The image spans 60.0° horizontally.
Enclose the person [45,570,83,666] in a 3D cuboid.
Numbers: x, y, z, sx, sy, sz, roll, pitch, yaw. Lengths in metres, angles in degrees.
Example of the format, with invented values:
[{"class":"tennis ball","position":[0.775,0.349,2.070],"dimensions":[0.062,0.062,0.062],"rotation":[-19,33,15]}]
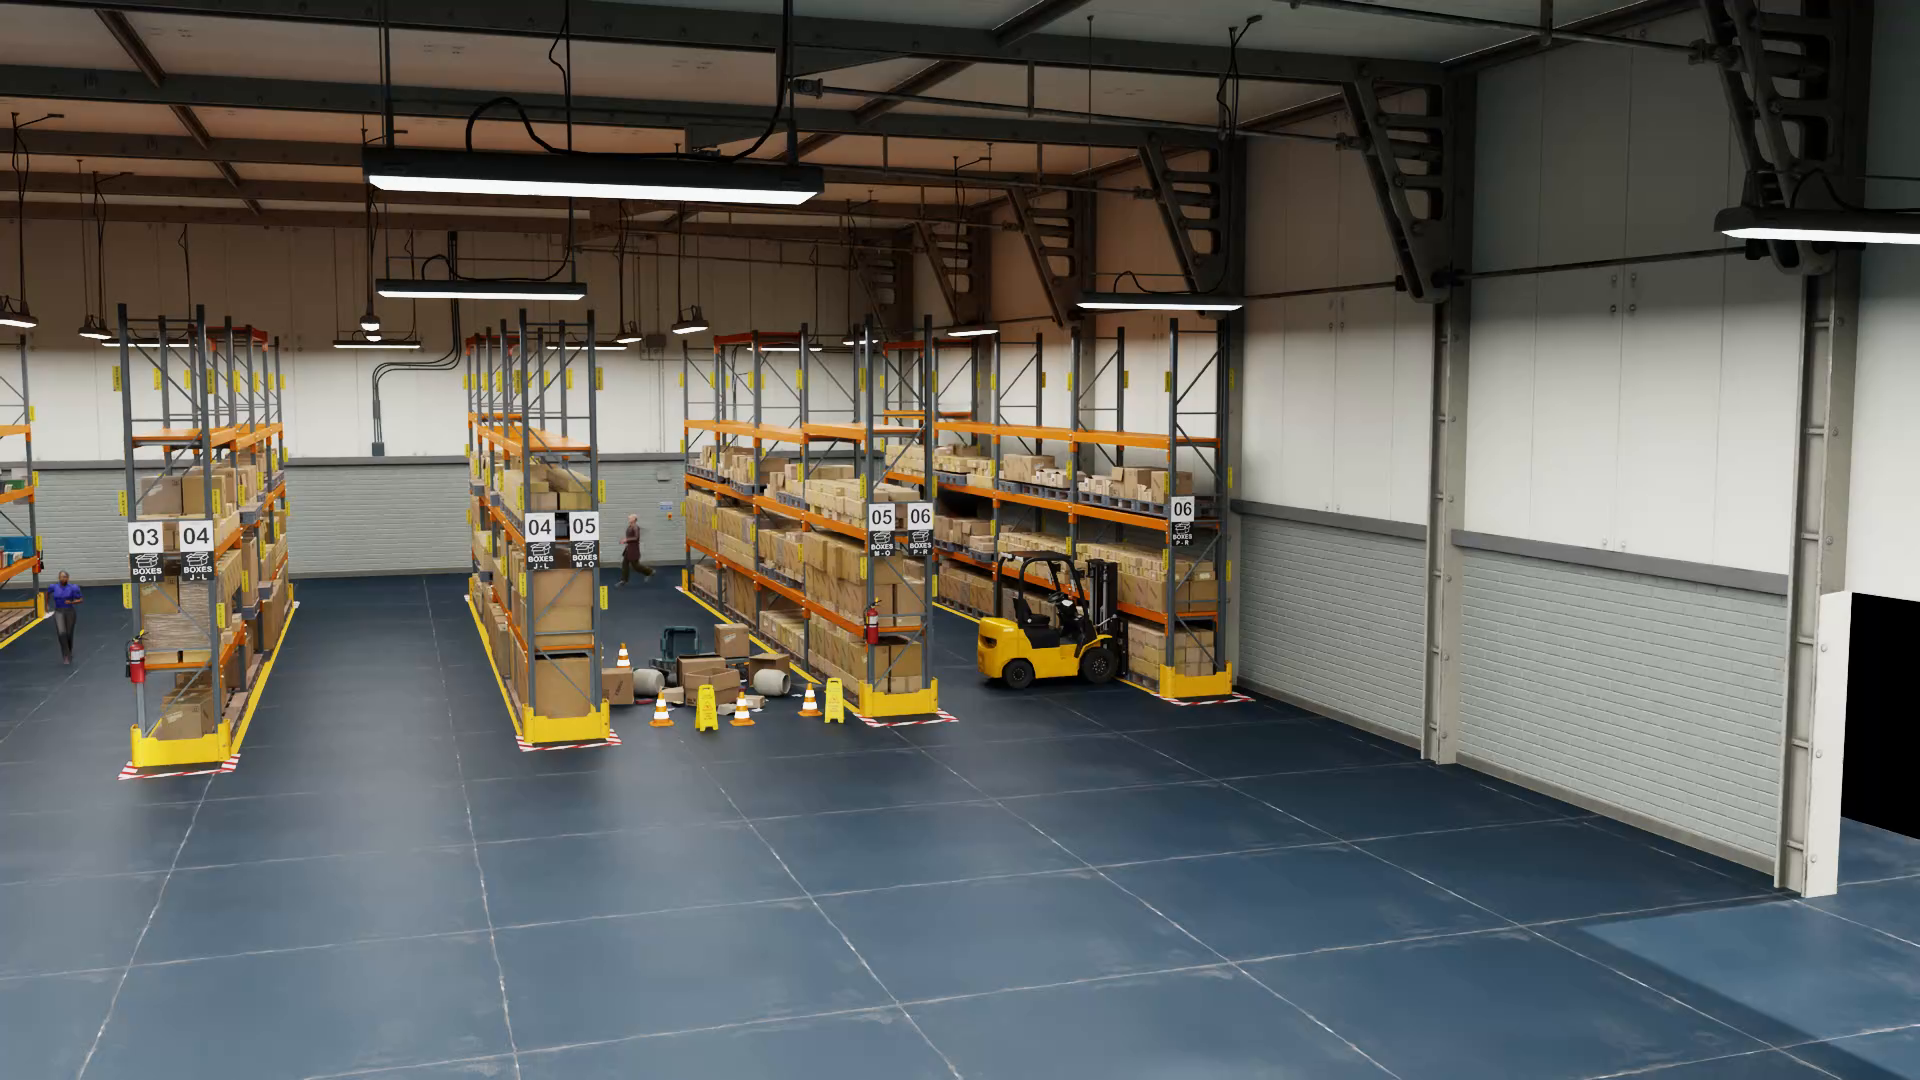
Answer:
[{"class":"person","position":[-15.995,1.377,29.722],"dimensions":[0.599,1.698,0.833],"rotation":[-3,6,-25]}]

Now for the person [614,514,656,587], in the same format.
[{"class":"person","position":[-8.000,0.295,40.809],"dimensions":[1.026,1.697,0.710],"rotation":[-3,6,-26]}]
